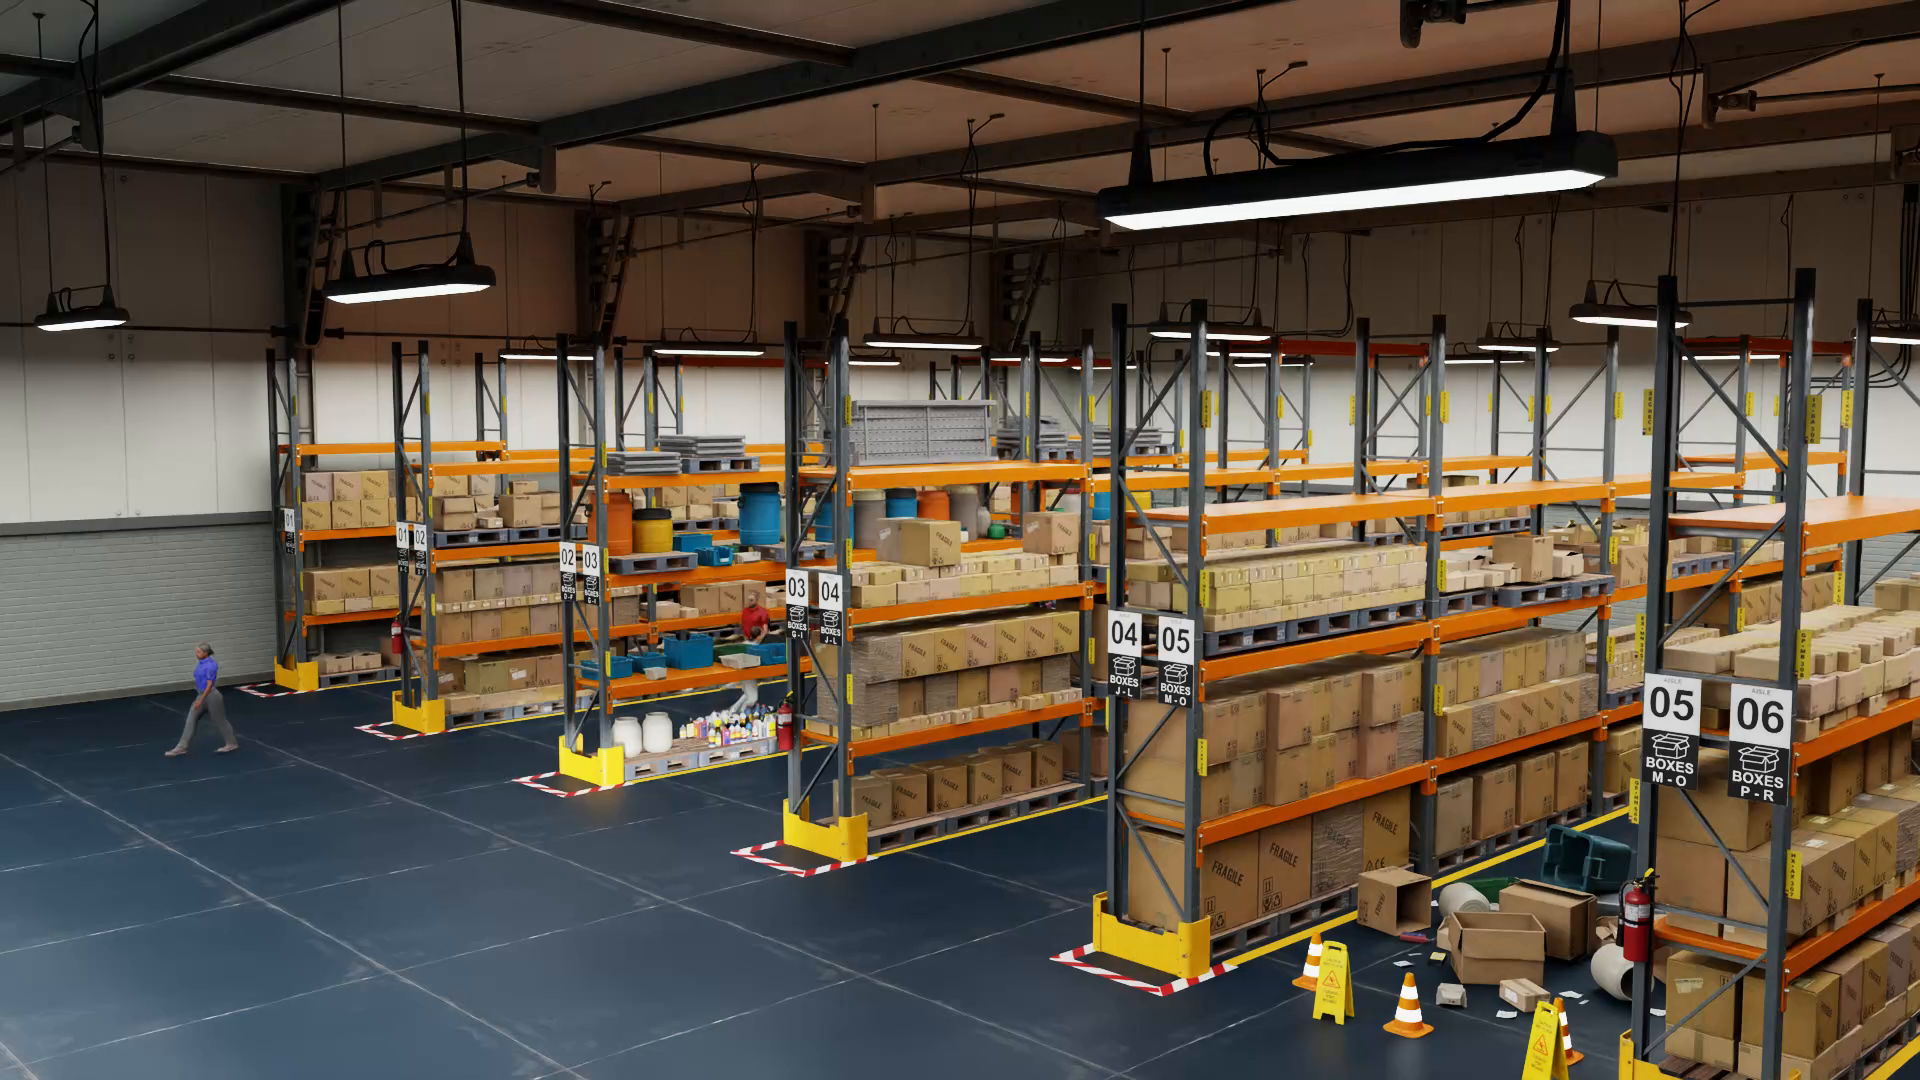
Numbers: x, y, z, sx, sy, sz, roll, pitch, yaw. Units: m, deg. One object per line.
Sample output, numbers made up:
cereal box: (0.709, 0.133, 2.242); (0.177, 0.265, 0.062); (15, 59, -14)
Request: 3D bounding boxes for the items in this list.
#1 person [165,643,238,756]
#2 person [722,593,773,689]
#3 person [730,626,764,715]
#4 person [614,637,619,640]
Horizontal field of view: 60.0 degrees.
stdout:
person: (-10.874, 2.277, 23.835); (0.482, 1.612, 0.945); (4, 6, 35)
person: (-3.527, 1.689, 28.032); (0.584, 1.597, 1.110); (2, 5, 19)
person: (-3.285, 2.133, 26.120); (0.728, 1.564, 0.555); (-4, 7, -41)
person: (-6.605, 1.631, 31.537); (0.477, 1.668, 0.744); (2, 5, 22)
